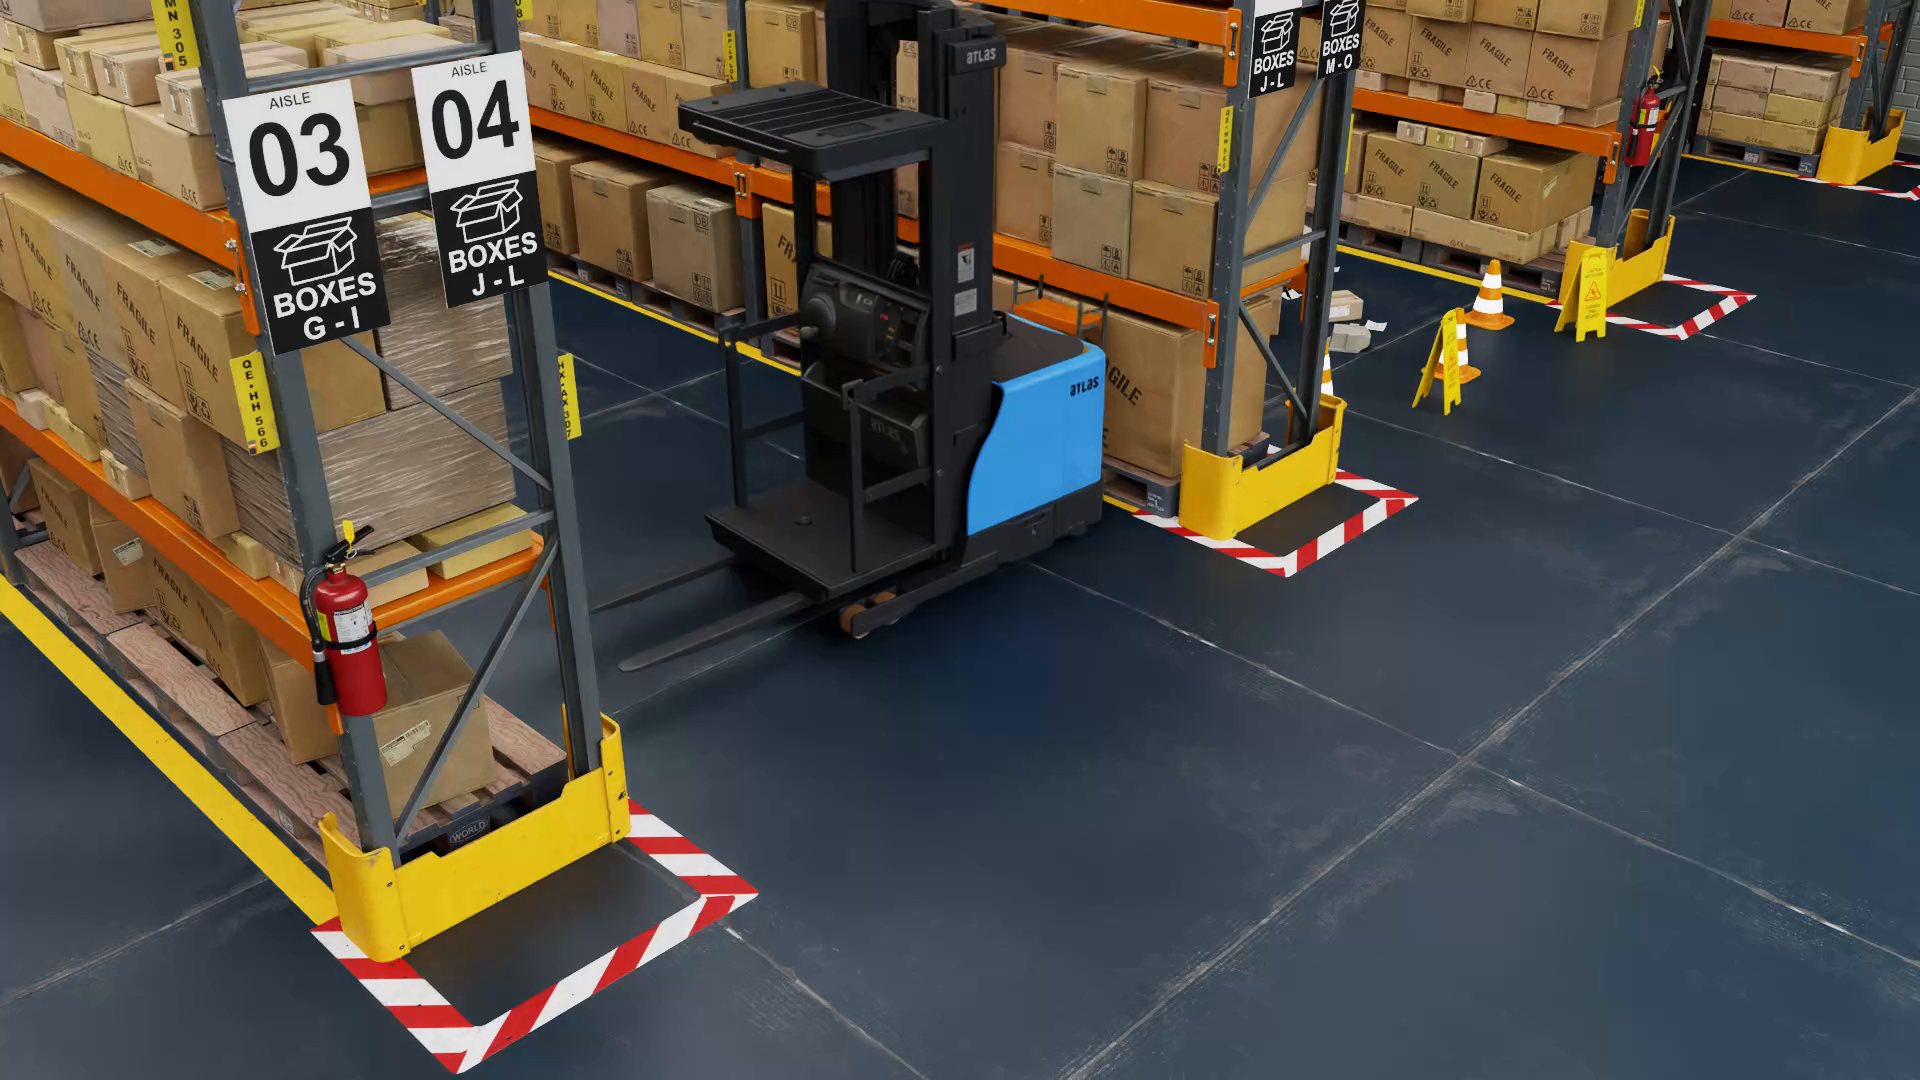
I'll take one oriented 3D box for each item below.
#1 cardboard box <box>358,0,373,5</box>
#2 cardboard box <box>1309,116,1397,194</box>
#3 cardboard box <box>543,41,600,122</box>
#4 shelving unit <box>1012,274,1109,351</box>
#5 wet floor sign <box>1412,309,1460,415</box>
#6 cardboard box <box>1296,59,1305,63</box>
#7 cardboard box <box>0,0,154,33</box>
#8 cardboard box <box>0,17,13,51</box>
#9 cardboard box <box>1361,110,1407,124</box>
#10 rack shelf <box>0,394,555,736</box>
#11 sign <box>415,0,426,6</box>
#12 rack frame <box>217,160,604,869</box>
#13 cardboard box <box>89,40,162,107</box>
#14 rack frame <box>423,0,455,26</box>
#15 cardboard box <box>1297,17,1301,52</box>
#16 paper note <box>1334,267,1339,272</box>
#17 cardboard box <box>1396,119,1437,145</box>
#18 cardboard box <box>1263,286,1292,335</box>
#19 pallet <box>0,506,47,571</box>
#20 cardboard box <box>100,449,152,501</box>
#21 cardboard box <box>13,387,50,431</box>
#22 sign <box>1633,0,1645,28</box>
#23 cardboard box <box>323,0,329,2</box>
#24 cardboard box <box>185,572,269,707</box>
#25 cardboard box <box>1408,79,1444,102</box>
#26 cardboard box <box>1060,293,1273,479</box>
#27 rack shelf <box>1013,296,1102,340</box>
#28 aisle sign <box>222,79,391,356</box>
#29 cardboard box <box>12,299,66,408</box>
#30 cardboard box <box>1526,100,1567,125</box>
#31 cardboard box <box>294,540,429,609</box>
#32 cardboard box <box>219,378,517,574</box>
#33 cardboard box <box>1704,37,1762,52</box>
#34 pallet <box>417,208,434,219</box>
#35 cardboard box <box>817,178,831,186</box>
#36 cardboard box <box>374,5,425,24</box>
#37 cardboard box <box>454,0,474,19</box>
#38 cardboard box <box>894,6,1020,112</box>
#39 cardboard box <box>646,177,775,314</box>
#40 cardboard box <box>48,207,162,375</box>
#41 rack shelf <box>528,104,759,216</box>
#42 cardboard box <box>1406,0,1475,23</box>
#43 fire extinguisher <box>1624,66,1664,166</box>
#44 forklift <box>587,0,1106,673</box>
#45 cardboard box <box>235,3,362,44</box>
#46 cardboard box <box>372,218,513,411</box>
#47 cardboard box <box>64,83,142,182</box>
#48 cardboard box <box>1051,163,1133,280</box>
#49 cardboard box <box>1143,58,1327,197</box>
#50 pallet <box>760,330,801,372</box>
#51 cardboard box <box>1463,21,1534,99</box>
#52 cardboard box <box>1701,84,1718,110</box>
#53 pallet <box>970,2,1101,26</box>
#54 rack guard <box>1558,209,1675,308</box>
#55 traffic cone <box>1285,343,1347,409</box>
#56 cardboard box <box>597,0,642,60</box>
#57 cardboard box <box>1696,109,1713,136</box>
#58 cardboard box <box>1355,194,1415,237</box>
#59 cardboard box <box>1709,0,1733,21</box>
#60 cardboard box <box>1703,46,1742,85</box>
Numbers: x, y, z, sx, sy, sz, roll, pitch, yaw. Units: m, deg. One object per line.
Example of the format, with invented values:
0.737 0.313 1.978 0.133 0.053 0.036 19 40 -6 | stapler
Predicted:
-4.829 -4.607 13.968 0.250 0.149 0.380 24 36 38 | cardboard box
3.260 -3.227 13.862 0.500 0.500 0.500 -23 35 -37 | cardboard box
-2.773 -3.494 12.564 0.500 0.500 0.500 24 36 38 | cardboard box
0.539 -0.881 9.609 0.503 1.200 0.258 24 32 39 | shelving unit
3.132 -1.174 10.789 0.232 0.644 0.267 18 33 30 | wet floor sign
2.849 -3.995 13.894 0.380 0.149 0.250 -24 36 -38 | cardboard box
-3.109 -2.102 5.837 0.500 0.500 0.500 25 36 38 | cardboard box
-3.328 -1.912 6.172 0.250 0.149 0.380 22 35 36 | cardboard box
3.608 -3.414 14.218 0.500 0.500 0.500 -23 35 -37 | cardboard box
-3.252 -0.289 7.350 4.000 0.370 1.077 25 36 38 | rack shelf
-4.355 -4.473 13.374 0.005 0.325 0.100 25 36 38 | sign
-1.826 0.045 5.941 0.127 3.000 1.000 25 36 38 | rack frame
-2.618 -1.557 5.497 0.250 0.149 0.380 23 35 36 | cardboard box
-3.981 -4.178 13.973 0.127 3.000 1.000 25 36 38 | rack frame
2.762 -4.333 13.840 0.500 0.500 0.500 24 36 38 | cardboard box
2.964 -2.177 13.356 0.148 0.019 0.142 12 30 22 | paper note
3.695 -3.274 13.253 0.380 0.149 0.250 -23 36 -37 | cardboard box
2.094 -1.872 12.269 0.637 0.503 0.797 2 28 4 | cardboard box
-5.234 -0.280 9.555 1.213 0.211 1.003 25 36 38 | pallet
-3.317 -0.323 6.911 0.250 0.149 0.380 25 36 38 | cardboard box
-4.035 -0.647 7.528 0.250 0.149 0.380 25 36 38 | cardboard box
4.719 -3.719 11.515 0.005 0.325 0.100 25 36 38 | sign
-5.387 -4.730 14.522 0.250 0.149 0.380 24 36 38 | cardboard box
-3.143 0.362 7.573 0.500 0.500 0.500 -21 34 -35 | cardboard box
3.744 -3.578 13.101 0.250 0.149 0.380 24 36 38 | cardboard box
1.194 -1.013 9.785 0.875 0.875 0.875 25 37 39 | cardboard box
0.559 -1.239 9.448 0.480 0.148 0.258 24 32 39 | rack shelf
-1.992 -0.986 5.109 0.004 0.787 0.394 25 36 38 | aisle sign
-3.642 -0.964 7.434 0.500 0.500 0.875 25 36 38 | cardboard box
4.447 -3.230 12.439 0.250 0.149 0.380 24 36 38 | cardboard box
-2.174 0.132 6.047 0.250 0.149 0.380 25 36 38 | cardboard box
-2.199 -0.320 6.208 0.500 0.500 0.875 25 36 38 | cardboard box
7.681 -4.852 16.683 0.500 0.250 0.500 24 36 38 | cardboard box
-4.537 -3.200 15.108 1.213 0.211 1.003 25 36 38 | pallet
-0.449 -2.651 10.908 0.550 0.550 0.875 25 36 38 | cardboard box
-4.653 -4.395 13.884 0.380 0.149 0.250 -24 36 -38 | cardboard box
-3.668 -4.515 13.433 0.500 0.500 0.700 24 36 38 | cardboard box
-0.127 -2.923 10.265 0.550 0.550 0.875 25 36 38 | cardboard box
-1.634 -2.236 12.246 0.750 0.750 1.050 24 36 38 | cardboard box
-3.107 -0.996 6.420 0.500 0.500 0.500 25 36 38 | cardboard box
-2.555 -3.207 12.900 4.000 0.370 1.077 25 36 38 | rack shelf
3.813 -4.256 12.620 0.500 0.500 0.700 24 36 38 | cardboard box
4.880 -3.019 11.852 0.183 0.674 0.296 25 36 38 | fire extinguisher
-0.635 -1.079 8.154 3.031 2.935 1.130 -23 35 -36 | forklift
-2.388 -1.830 6.017 0.380 0.149 0.250 -24 36 -37 | cardboard box
-2.027 -0.843 6.130 0.500 0.500 0.500 25 36 38 | cardboard box
-2.706 -1.451 5.725 0.500 0.250 0.500 25 37 39 | cardboard box
1.020 -1.913 9.503 0.550 0.550 0.875 25 36 38 | cardboard box
1.486 -2.246 8.978 0.550 0.550 0.875 25 36 38 | cardboard box
-0.641 -1.365 11.619 1.213 0.211 1.003 25 36 38 | pallet
4.188 -3.670 12.580 0.500 0.500 0.500 25 36 38 | cardboard box
7.300 -4.466 16.487 0.500 0.250 0.500 24 36 37 | cardboard box
0.858 -5.137 16.002 1.213 0.211 1.003 25 36 38 | pallet
5.068 -2.162 12.825 0.348 0.500 1.175 25 36 38 | rack guard
2.340 -1.090 10.825 0.334 0.463 0.336 25 36 38 | traffic cone
-2.215 -3.852 12.171 0.500 0.500 0.700 25 37 39 | cardboard box
7.344 -4.241 16.596 0.500 0.250 0.500 -25 37 -39 | cardboard box
3.616 -2.728 13.718 0.500 0.250 0.500 23 35 37 | cardboard box
7.335 -5.349 16.093 0.500 0.500 0.500 24 36 37 | cardboard box
7.317 -4.676 16.349 0.500 0.250 0.500 -25 37 -39 | cardboard box
